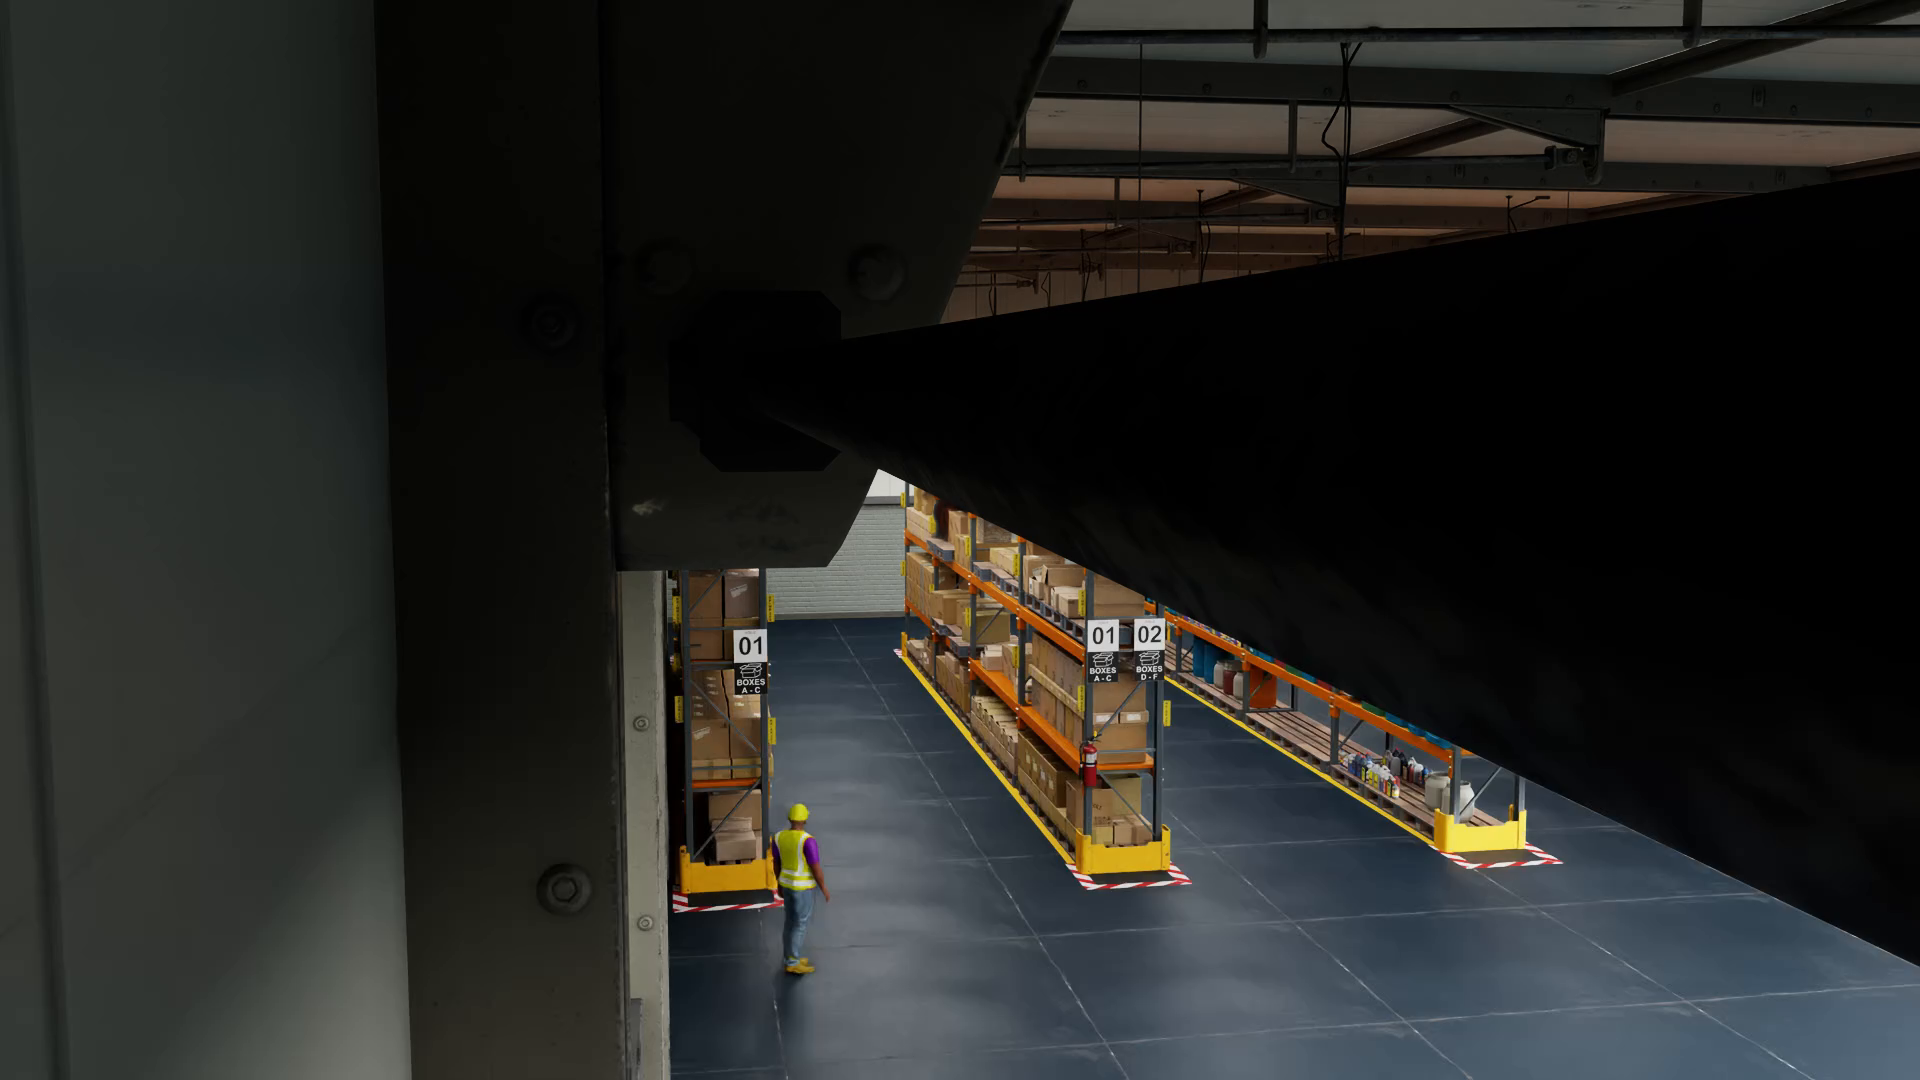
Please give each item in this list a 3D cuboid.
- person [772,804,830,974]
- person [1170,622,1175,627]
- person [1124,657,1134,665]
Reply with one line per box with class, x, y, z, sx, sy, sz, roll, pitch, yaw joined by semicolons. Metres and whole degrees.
person;-1.686;3.645;17.478;0.430;1.770;0.611;-6;8;-44
person;5.157;1.342;40.890;0.447;1.548;0.660;-2;6;-15
person;3.202;2.195;30.737;0.485;1.787;0.611;-2;6;-19
